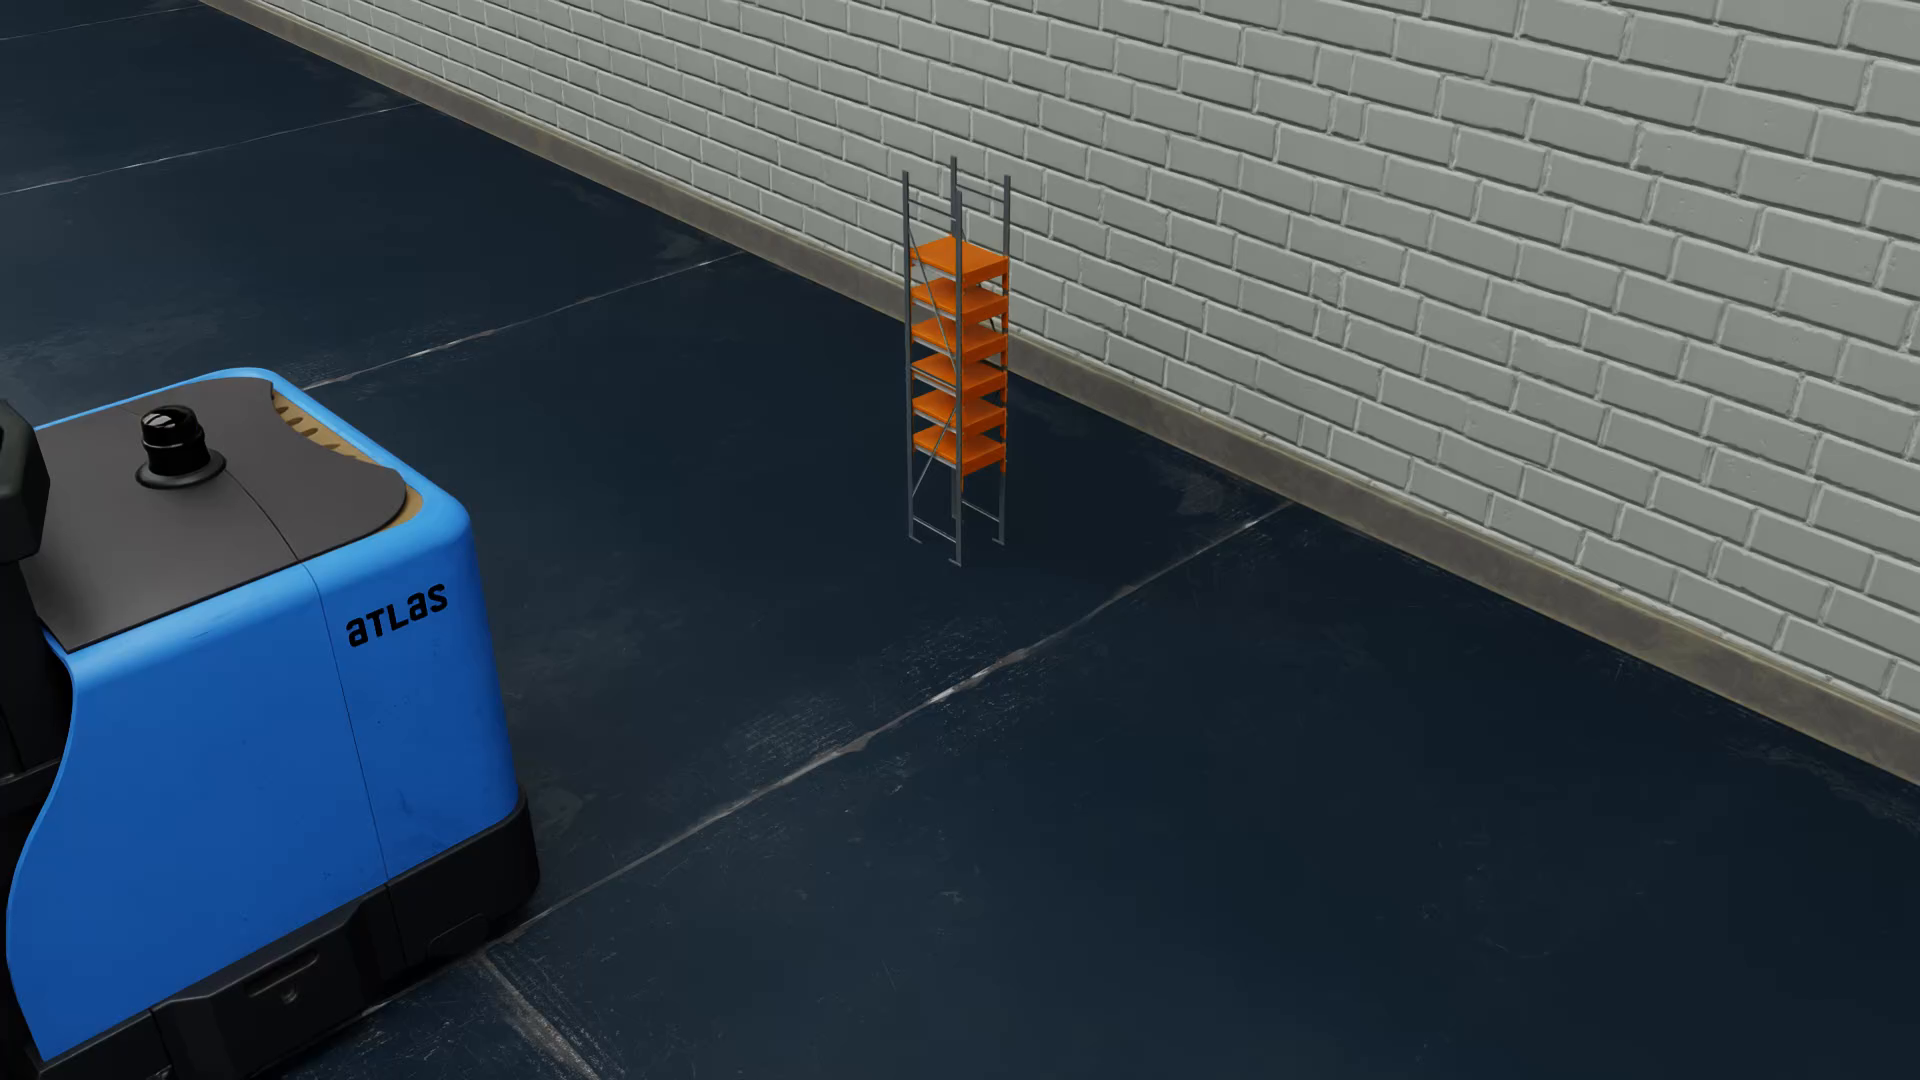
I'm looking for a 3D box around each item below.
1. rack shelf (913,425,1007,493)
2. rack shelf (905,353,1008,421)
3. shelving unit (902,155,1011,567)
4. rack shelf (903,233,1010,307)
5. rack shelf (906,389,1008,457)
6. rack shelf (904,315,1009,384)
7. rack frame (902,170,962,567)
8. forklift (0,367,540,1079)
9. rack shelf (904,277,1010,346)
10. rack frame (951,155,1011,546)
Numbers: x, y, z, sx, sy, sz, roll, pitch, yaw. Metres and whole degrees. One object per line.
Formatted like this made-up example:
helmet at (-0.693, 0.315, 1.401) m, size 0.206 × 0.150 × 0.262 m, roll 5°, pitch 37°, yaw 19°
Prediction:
rack shelf at (-0.011, -0.264, 5.077) m, size 0.180 × 0.103 × 0.258 m, roll -26°, pitch 40°, yaw -35°
rack shelf at (-0.011, -0.469, 4.952) m, size 0.180 × 0.103 × 0.258 m, roll -26°, pitch 40°, yaw -35°
shelving unit at (-0.011, -0.507, 4.929) m, size 0.189 × 1.200 × 0.258 m, roll -26°, pitch 40°, yaw -35°
rack shelf at (-0.011, -0.776, 4.764) m, size 0.180 × 0.103 × 0.258 m, roll -26°, pitch 40°, yaw -35°
rack shelf at (-0.011, -0.366, 5.014) m, size 0.180 × 0.103 × 0.258 m, roll -26°, pitch 40°, yaw -35°
rack shelf at (-0.011, -0.571, 4.889) m, size 0.180 × 0.103 × 0.258 m, roll -26°, pitch 40°, yaw -35°
rack frame at (-0.078, -0.474, 4.876) m, size 0.006 × 1.200 × 0.240 m, roll -26°, pitch 40°, yaw -35°
forklift at (-2.374, -0.044, 2.513) m, size 3.031 × 2.935 × 1.130 m, roll -27°, pitch 40°, yaw -37°
rack shelf at (-0.011, -0.674, 4.827) m, size 0.180 × 0.103 × 0.258 m, roll -26°, pitch 40°, yaw -35°
rack frame at (0.056, -0.539, 4.982) m, size 0.006 × 1.200 × 0.240 m, roll -26°, pitch 40°, yaw -35°
